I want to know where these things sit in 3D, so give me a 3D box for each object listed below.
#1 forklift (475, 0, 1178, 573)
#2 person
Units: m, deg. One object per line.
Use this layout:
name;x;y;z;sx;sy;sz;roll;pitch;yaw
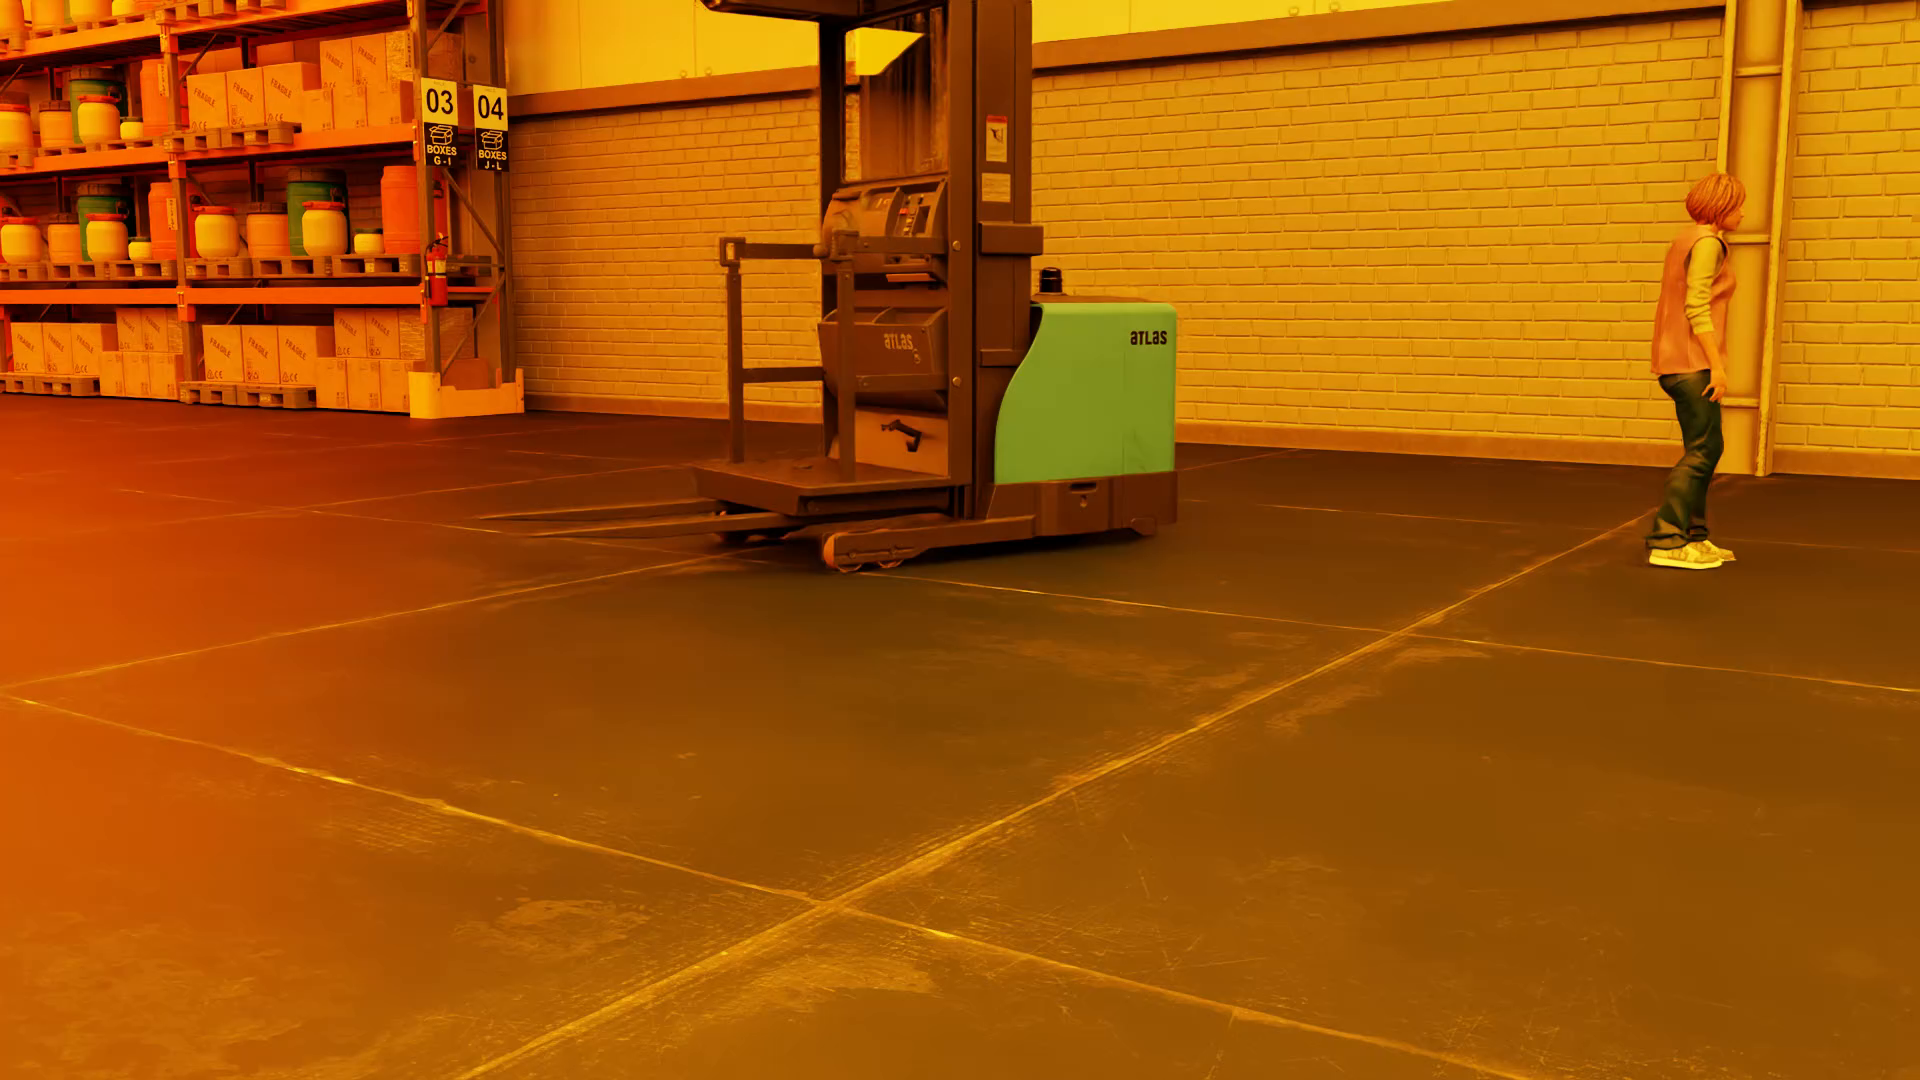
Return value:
forklift;-0.507;-1.403;7.061;3.031;2.935;1.130;-5;10;-33
person;3.031;-0.675;6.782;0.398;1.607;0.480;2;8;15
